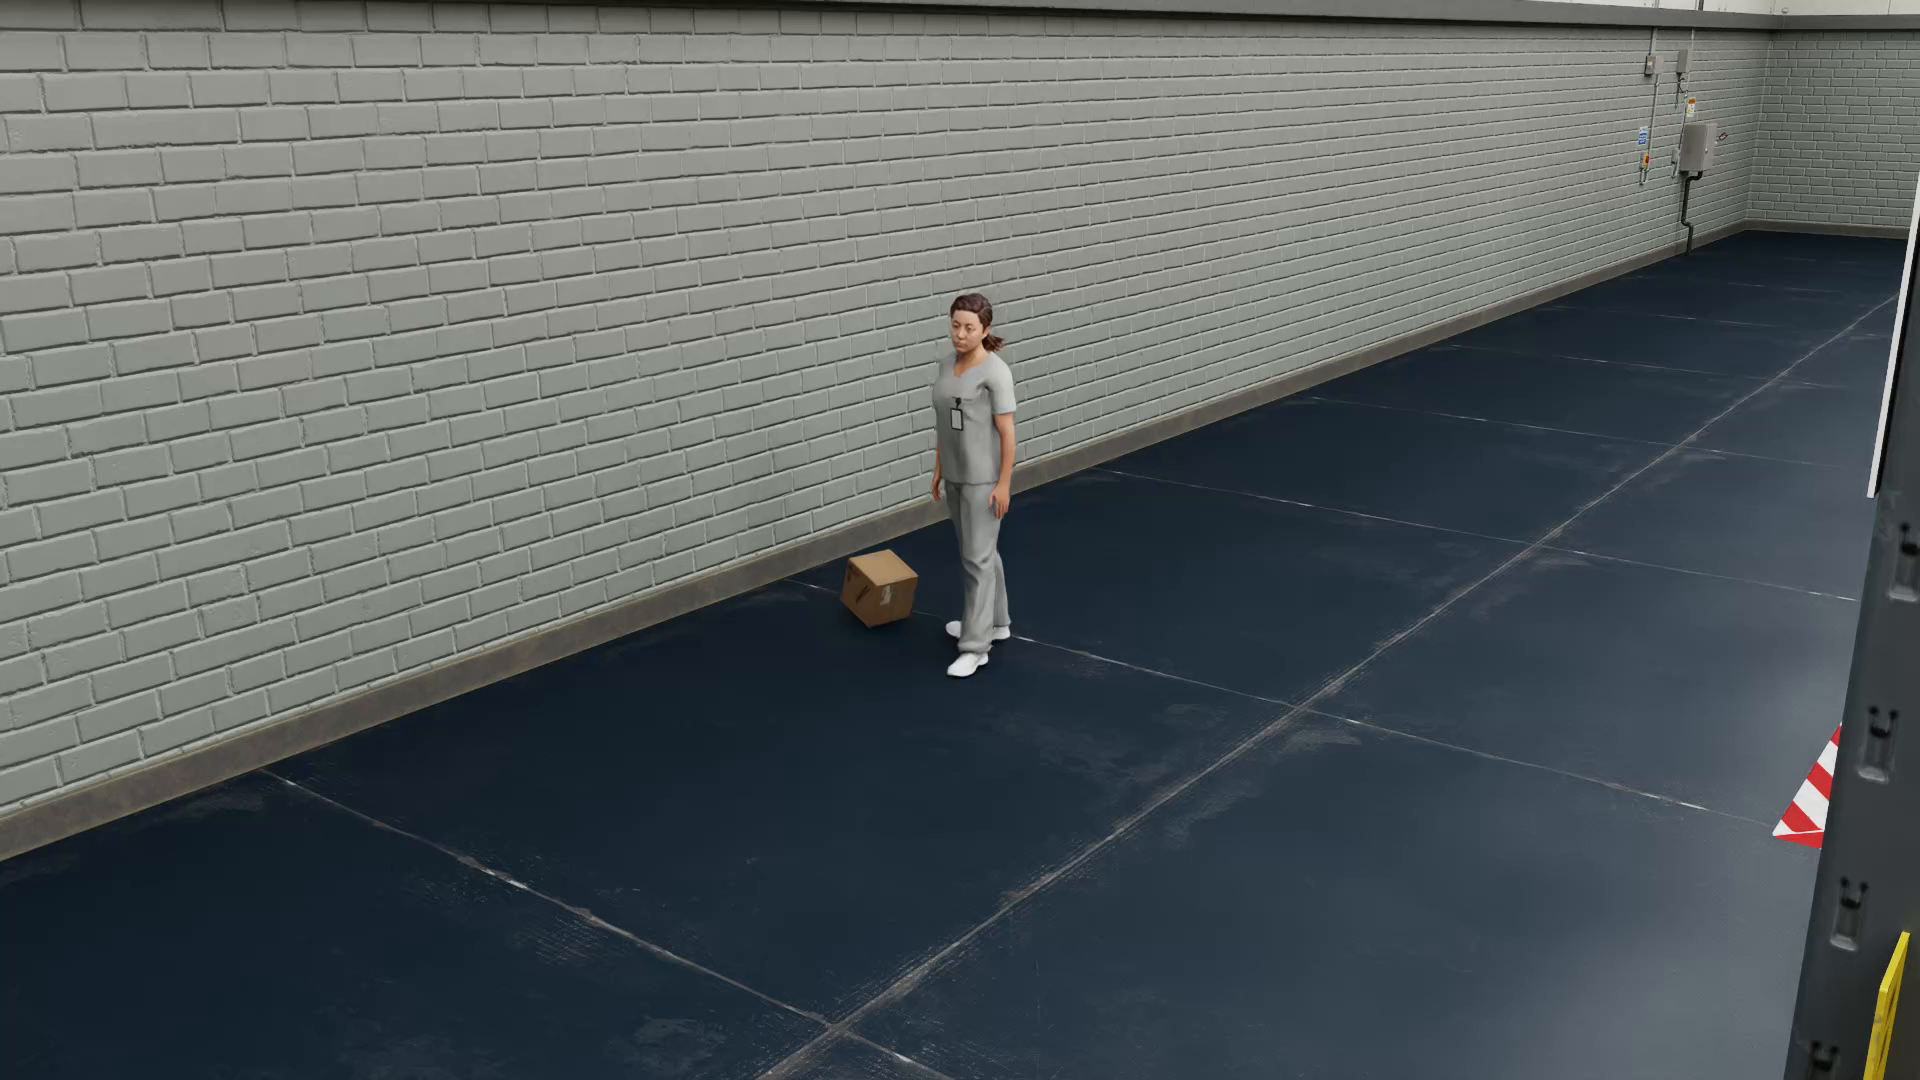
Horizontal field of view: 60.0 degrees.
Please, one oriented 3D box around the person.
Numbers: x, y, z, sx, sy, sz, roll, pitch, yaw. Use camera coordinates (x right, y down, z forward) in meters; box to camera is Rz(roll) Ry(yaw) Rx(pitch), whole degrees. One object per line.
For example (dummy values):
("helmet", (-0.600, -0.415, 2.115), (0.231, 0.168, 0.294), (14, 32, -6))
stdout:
("person", (0.046, -0.271, 7.438), (0.540, 1.675, 0.508), (-12, 20, -35))
